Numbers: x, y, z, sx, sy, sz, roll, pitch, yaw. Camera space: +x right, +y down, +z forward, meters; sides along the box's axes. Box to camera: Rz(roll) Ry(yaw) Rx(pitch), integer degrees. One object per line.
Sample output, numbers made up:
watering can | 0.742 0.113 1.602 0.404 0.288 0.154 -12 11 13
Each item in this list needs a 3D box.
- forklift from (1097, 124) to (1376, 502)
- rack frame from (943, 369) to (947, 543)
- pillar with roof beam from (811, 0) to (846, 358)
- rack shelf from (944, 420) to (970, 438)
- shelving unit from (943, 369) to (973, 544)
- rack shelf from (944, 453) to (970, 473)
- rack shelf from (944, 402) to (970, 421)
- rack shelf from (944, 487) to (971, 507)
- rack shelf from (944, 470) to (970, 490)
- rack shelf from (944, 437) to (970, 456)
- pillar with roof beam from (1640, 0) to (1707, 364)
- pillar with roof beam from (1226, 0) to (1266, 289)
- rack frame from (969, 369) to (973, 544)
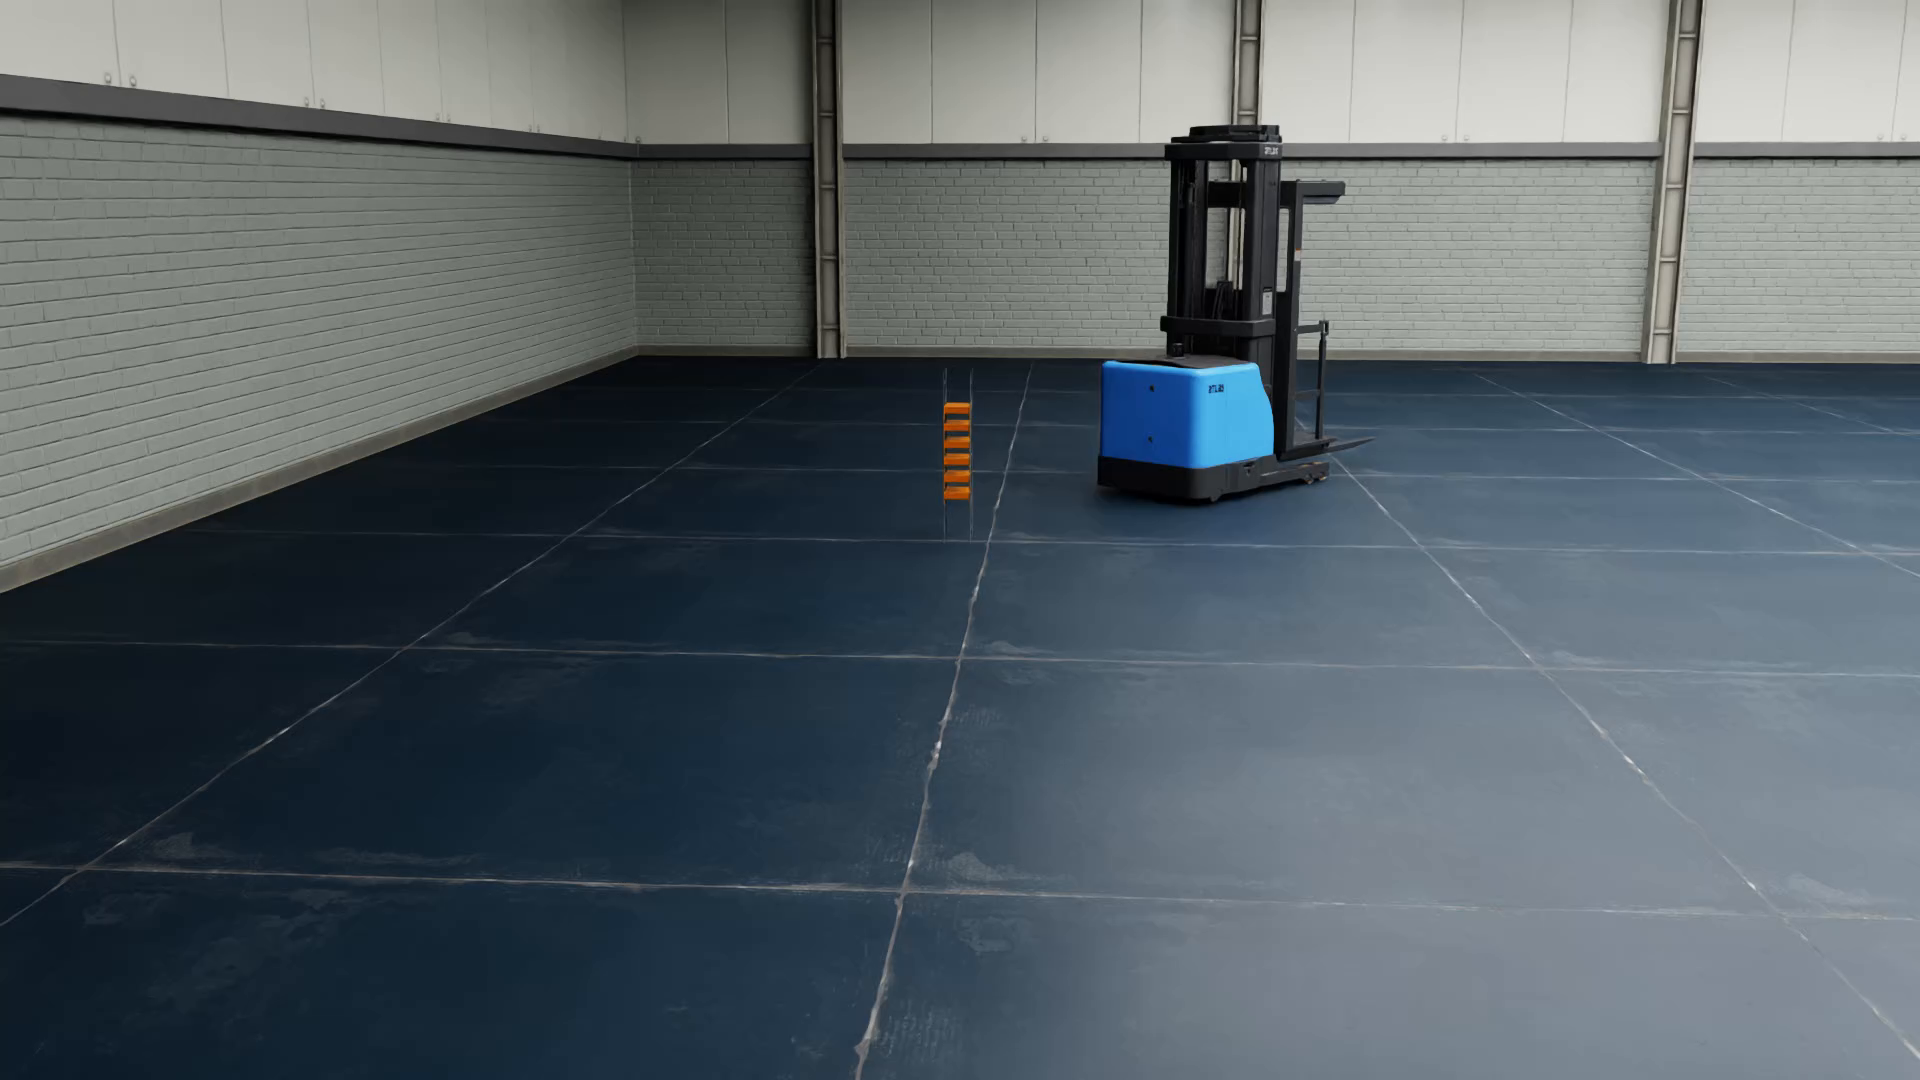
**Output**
forklift | 2.506 -1.972 14.039 1.130 2.935 3.031 11 16 43
rack frame | -0.106 -0.589 11.652 0.006 1.200 0.240 1 12 4
pillar with roof beam | -2.196 -6.248 19.659 0.400 9.000 9.100 1 12 4
rack shelf | -0.014 -0.779 11.606 0.180 0.103 0.258 1 12 4
shelving unit | -0.014 -0.587 11.646 0.189 1.200 0.258 1 12 4
rack shelf | -0.014 -0.544 11.655 0.180 0.103 0.258 1 12 4
rack shelf | -0.014 -0.896 11.582 0.180 0.103 0.258 1 12 4
rack shelf | -0.014 -0.309 11.704 0.180 0.103 0.258 1 12 4
rack shelf | -0.014 -0.427 11.680 0.180 0.103 0.258 1 12 4
rack shelf | -0.014 -0.661 11.631 0.180 0.103 0.258 1 12 4
pillar with roof beam | 9.777 -6.084 18.874 0.400 9.000 9.100 1 12 4
pillar with roof beam | 3.791 -6.166 19.267 0.400 9.000 9.100 1 12 4
rack frame | 0.077 -0.586 11.640 0.006 1.200 0.240 1 12 4
